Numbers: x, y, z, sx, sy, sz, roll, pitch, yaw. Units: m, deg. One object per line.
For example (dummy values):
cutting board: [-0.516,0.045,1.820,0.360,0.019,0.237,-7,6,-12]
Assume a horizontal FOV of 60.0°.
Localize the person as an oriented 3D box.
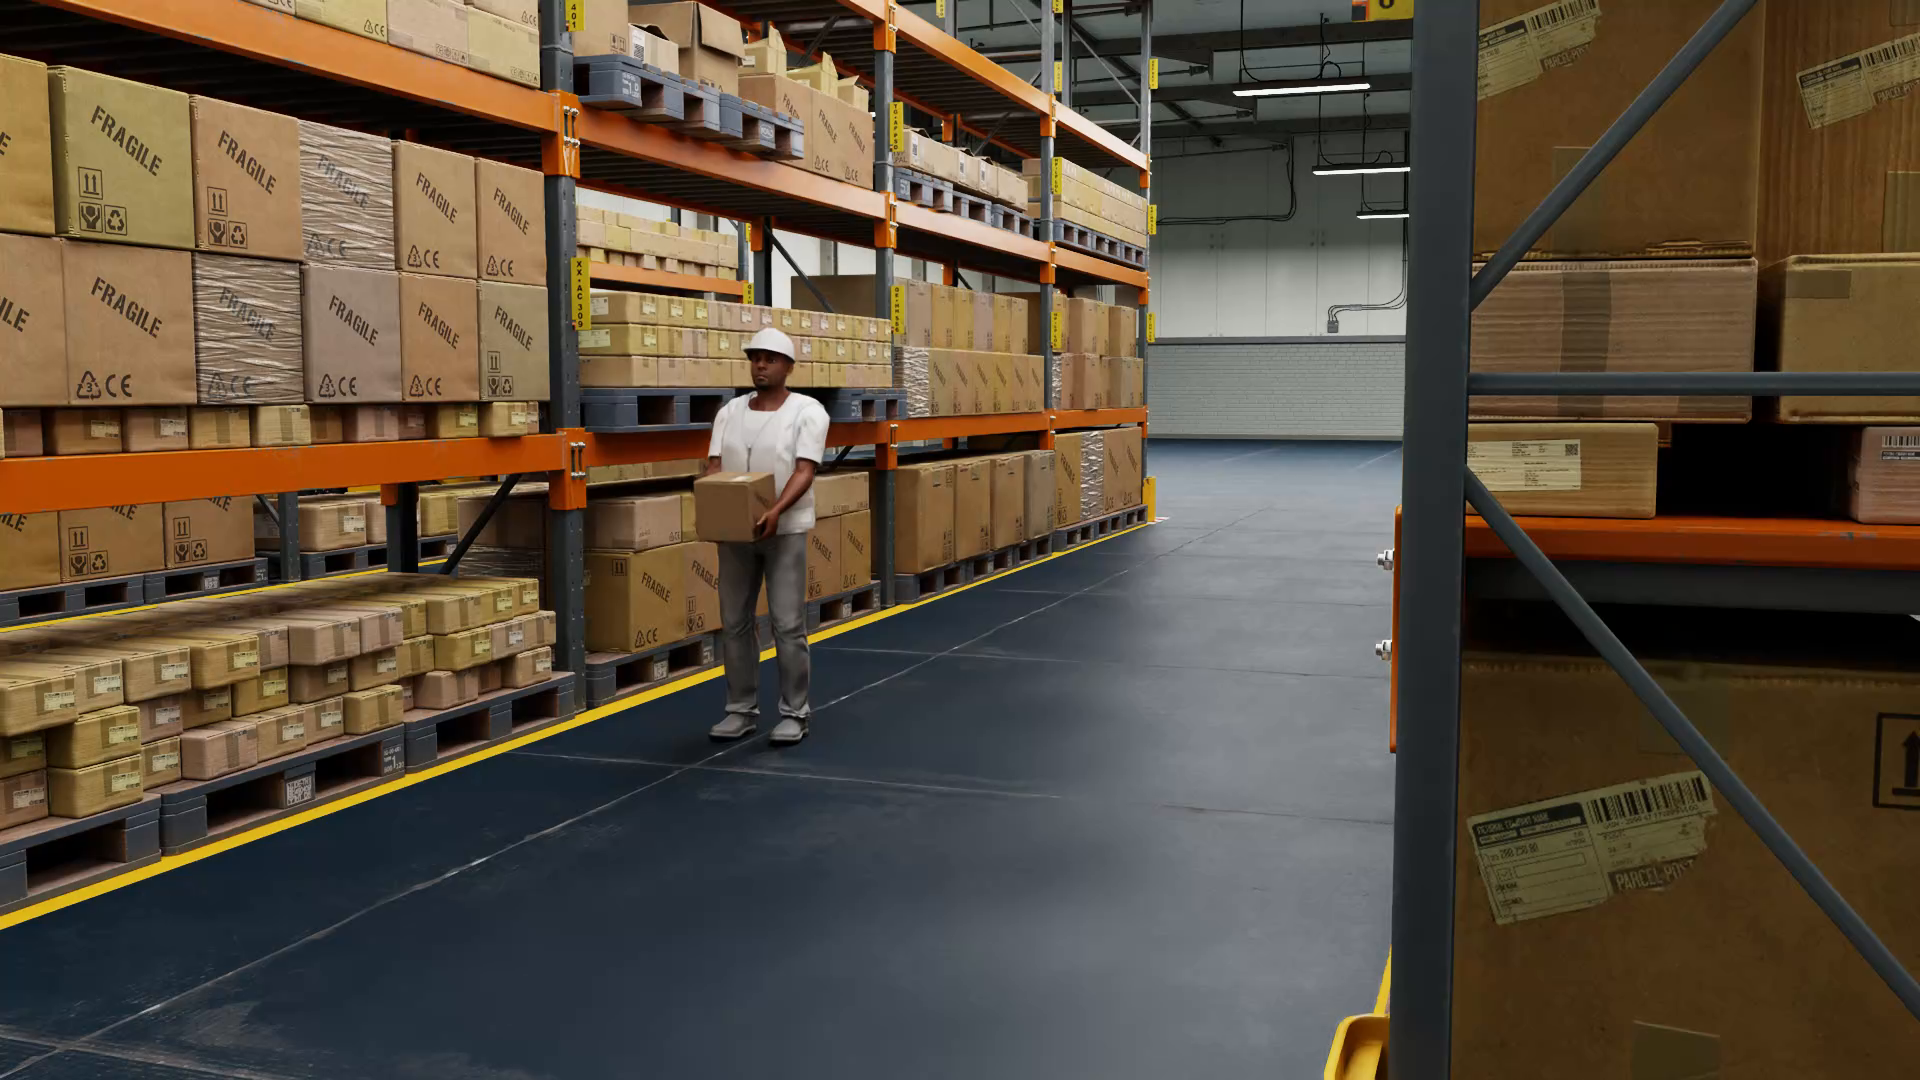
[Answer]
person: [-0.862,-0.017,7.061,0.521,1.767,0.573,2,5,18]
